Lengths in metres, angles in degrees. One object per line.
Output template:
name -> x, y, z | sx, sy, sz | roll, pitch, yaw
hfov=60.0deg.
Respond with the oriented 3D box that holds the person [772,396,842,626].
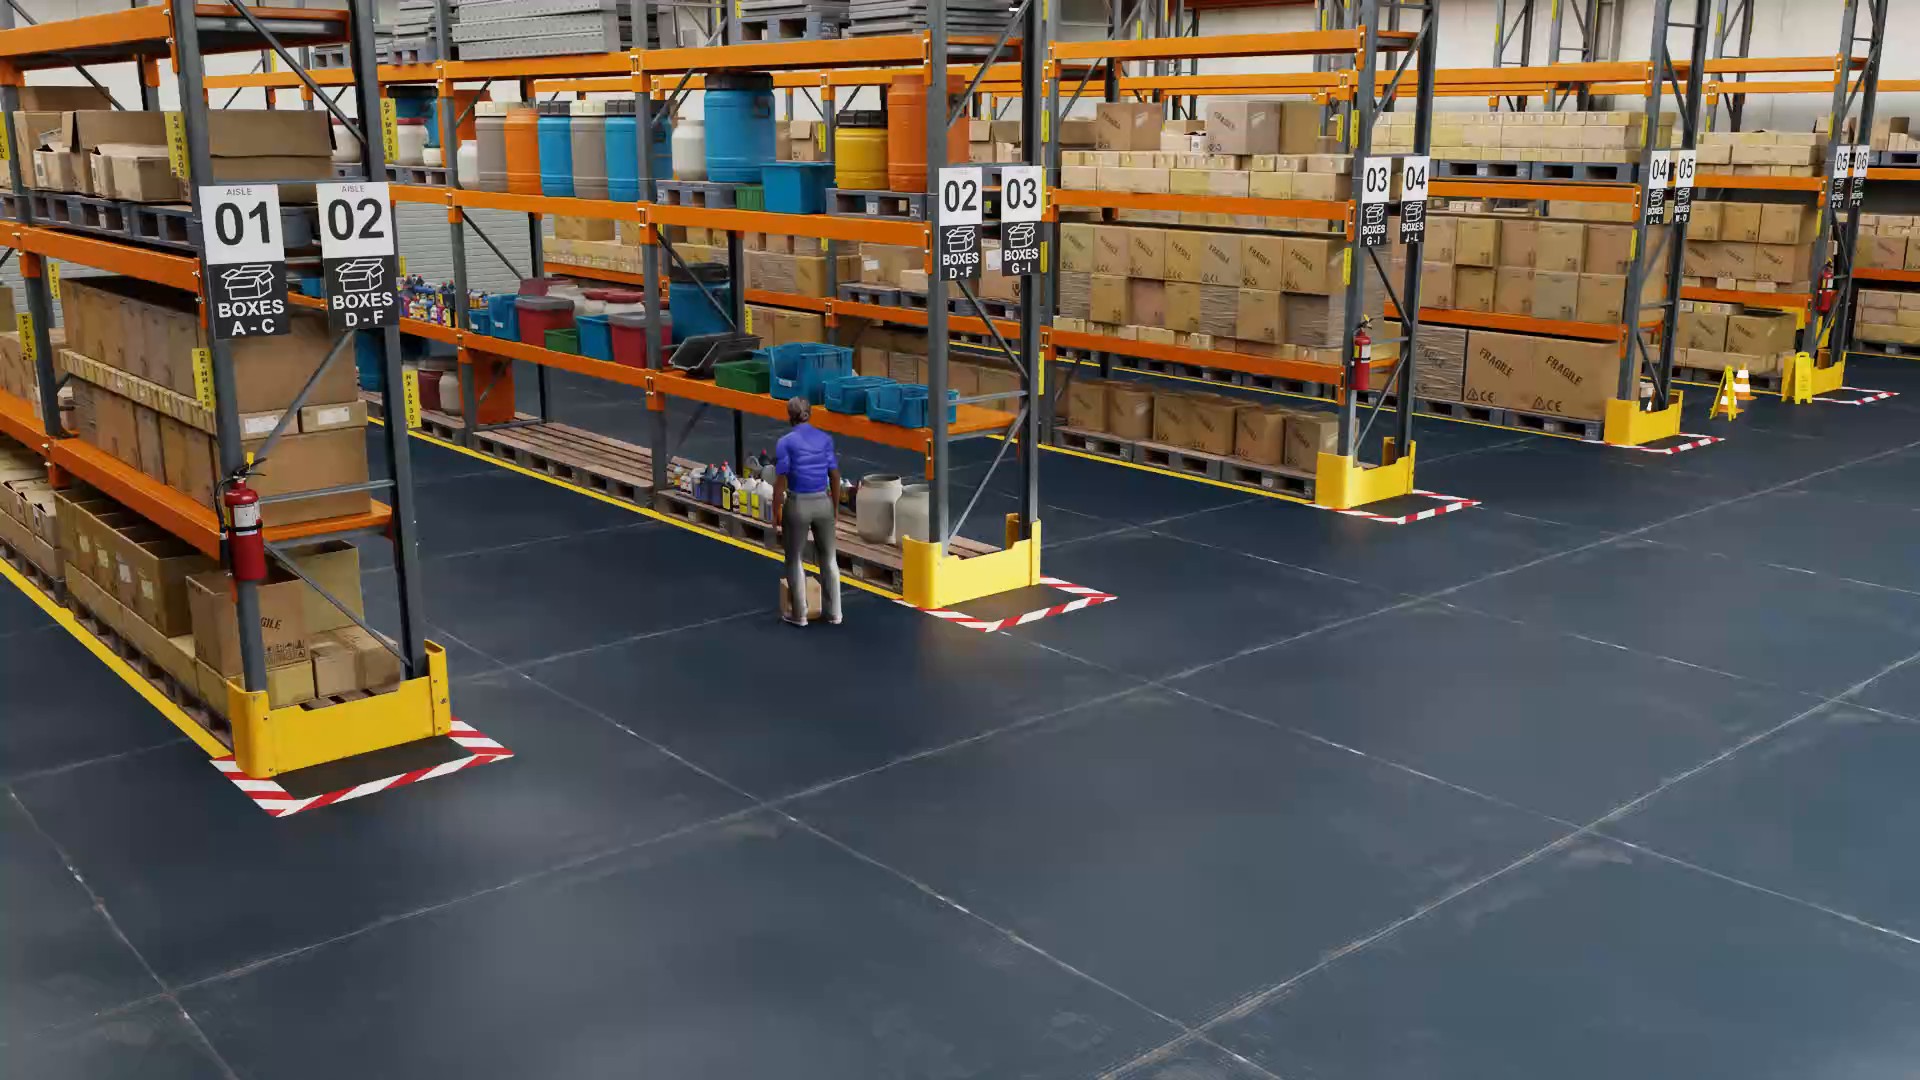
person -> -1.087, -0.204, 11.819 | 0.527, 1.655, 0.394 | -6, 15, -23
